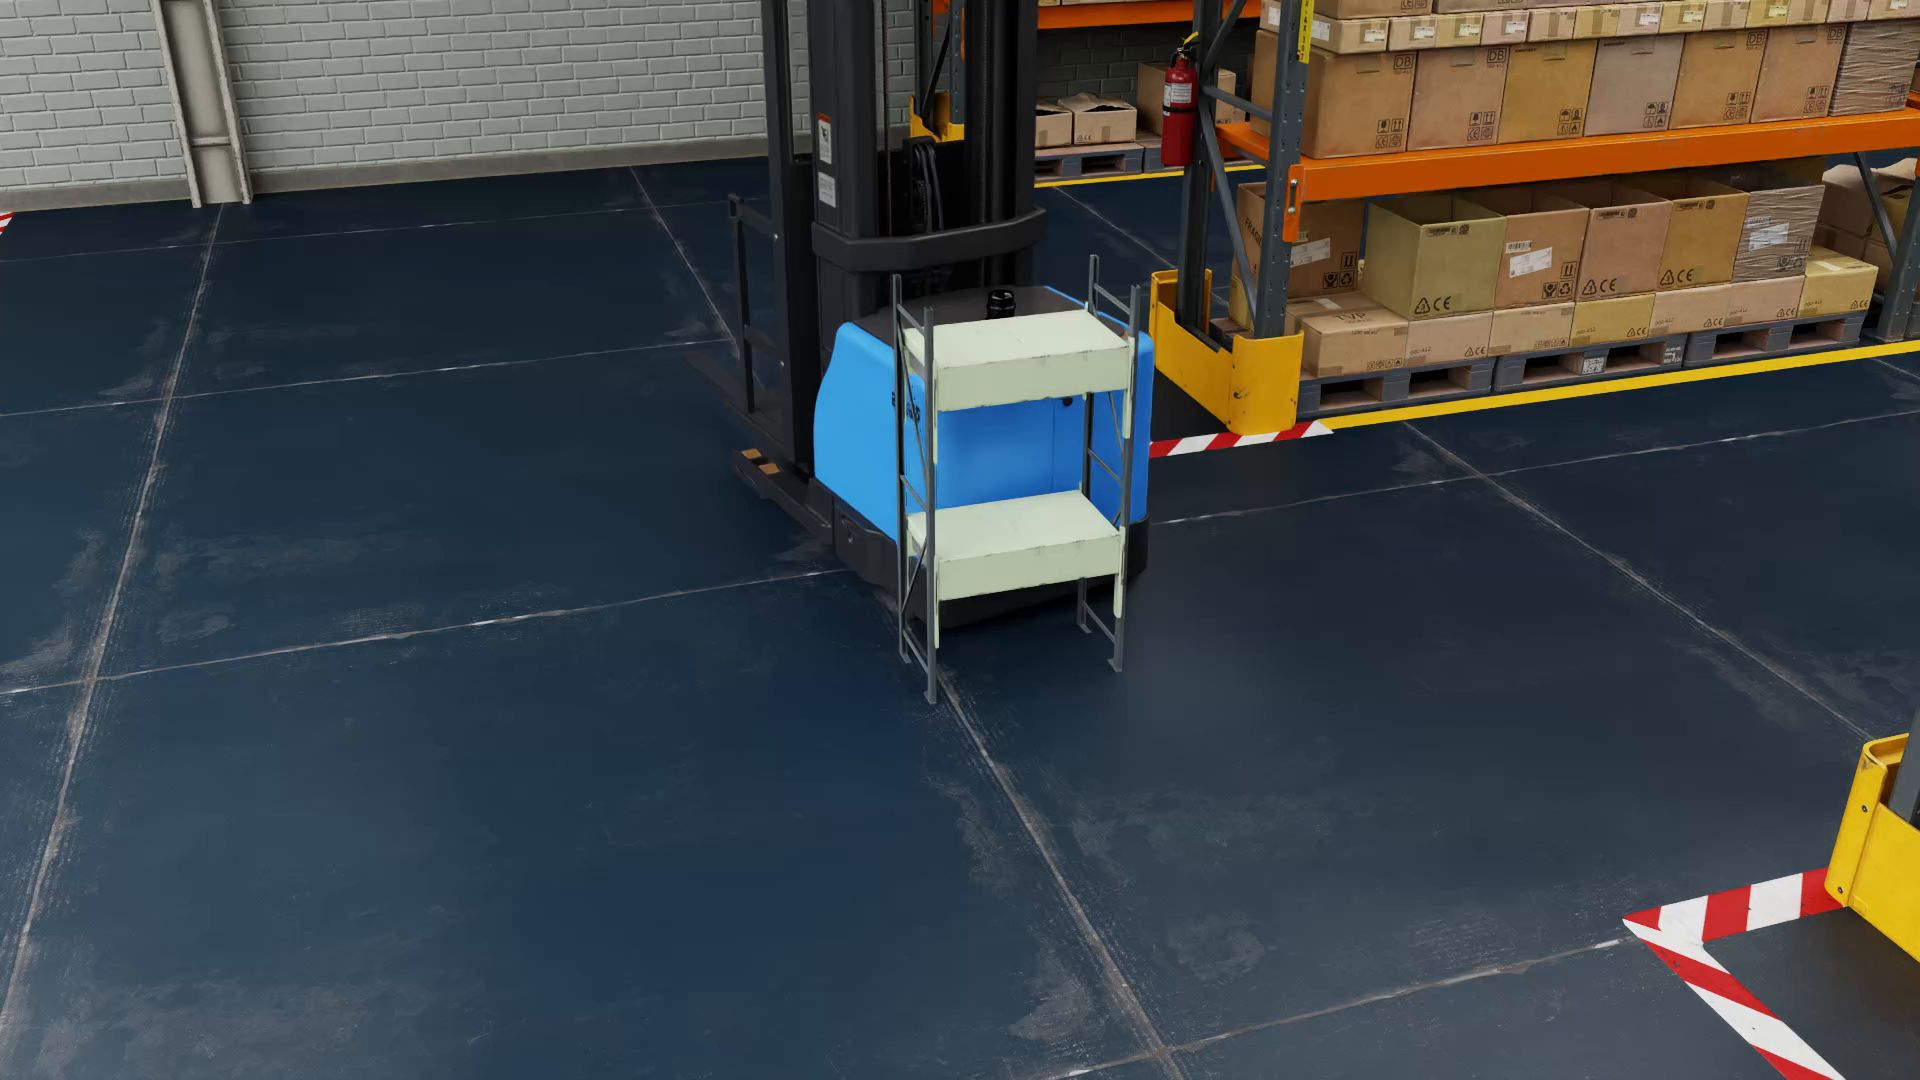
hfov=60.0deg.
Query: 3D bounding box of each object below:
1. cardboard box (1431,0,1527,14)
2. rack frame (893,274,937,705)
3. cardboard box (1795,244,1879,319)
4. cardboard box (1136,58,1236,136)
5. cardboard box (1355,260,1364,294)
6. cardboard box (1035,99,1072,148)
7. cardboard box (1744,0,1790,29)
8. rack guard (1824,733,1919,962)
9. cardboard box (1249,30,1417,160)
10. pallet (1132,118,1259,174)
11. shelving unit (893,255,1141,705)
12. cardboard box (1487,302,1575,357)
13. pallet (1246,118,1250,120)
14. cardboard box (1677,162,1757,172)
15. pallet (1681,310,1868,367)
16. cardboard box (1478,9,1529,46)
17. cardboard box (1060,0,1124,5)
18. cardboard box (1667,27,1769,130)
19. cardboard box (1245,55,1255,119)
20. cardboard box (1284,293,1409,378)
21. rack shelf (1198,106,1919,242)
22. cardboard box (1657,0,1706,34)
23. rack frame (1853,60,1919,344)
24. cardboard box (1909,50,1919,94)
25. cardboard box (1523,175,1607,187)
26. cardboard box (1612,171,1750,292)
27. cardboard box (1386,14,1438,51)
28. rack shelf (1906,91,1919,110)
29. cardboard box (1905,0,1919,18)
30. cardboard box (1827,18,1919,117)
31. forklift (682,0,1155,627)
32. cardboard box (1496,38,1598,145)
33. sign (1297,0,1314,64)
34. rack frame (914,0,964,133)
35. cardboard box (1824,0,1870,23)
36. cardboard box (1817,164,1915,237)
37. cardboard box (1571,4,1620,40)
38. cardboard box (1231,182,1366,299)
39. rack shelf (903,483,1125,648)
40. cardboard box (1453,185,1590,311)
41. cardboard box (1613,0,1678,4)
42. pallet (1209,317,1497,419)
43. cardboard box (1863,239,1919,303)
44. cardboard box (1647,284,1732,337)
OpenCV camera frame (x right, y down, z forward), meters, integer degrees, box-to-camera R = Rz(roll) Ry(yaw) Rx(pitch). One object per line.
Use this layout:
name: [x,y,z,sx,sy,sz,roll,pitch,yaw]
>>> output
cardboard box: [2.387,-2.897,8.141,0.500,0.500,0.700,-9,28,-17]
rack frame: [-0.159,-0.156,5.879,0.023,1.500,0.400,-8,28,-16]
cardboard box: [4.820,-1.482,9.481,0.500,0.250,0.500,-8,28,-16]
cardboard box: [1.793,-3.518,13.278,0.500,0.500,0.700,-10,28,-19]
cardboard box: [2.280,-1.360,9.236,0.500,0.250,0.500,-8,28,-16]
cardboard box: [0.538,-3.274,13.001,0.500,0.311,0.500,-12,29,-22]
cardboard box: [4.033,-2.749,8.573,0.250,0.149,0.380,-8,28,-16]
rack guard: [2.978,1.054,4.566,0.348,0.500,1.175,-8,28,-16]
cardboard box: [1.838,-2.234,8.265,0.500,0.500,0.700,-8,28,-16]
pallet: [1.866,-3.249,13.558,1.213,0.211,1.003,-8,28,-16]
shelving unit: [0.189,-0.208,5.982,0.755,1.500,0.431,-8,28,-16]
cardboard box: [2.919,-1.206,8.926,0.500,0.250,0.500,-8,28,-16]
pallet: [3.028,-3.419,13.899,1.213,0.211,1.003,-8,28,-16]
cardboard box: [4.183,-1.970,9.622,0.500,0.500,0.500,-8,28,-16]
pallet: [4.424,-1.341,9.713,1.213,0.211,1.003,-8,28,-16]
cardboard box: [2.558,-2.534,8.139,0.250,0.149,0.380,-9,28,-17]
cardboard box: [0.904,-4.177,12.436,0.500,0.250,0.500,-9,28,-18]
cardboard box: [3.796,-2.520,8.839,0.500,0.500,0.700,-8,27,-15]
cardboard box: [2.681,-3.693,13.632,0.500,0.500,0.500,-10,28,-20]
cardboard box: [1.969,-1.067,8.646,0.500,0.250,0.500,-8,28,-16]
rack shelf: [3.292,-2.084,8.883,4.000,0.370,1.077,-8,28,-16]
cardboard box: [3.542,-2.677,8.426,0.250,0.149,0.380,-7,27,-14]
rack frame: [5.194,-2.681,9.278,0.127,3.000,1.000,-8,28,-16]
cardboard box: [5.648,-2.700,9.485,0.500,0.250,0.500,-7,27,-13]
cardboard box: [3.230,-1.835,9.349,0.500,0.500,0.500,-8,28,-16]
cardboard box: [3.867,-1.683,9.044,0.500,0.500,0.500,-8,28,-16]
cardboard box: [2.080,-2.466,8.003,0.250,0.149,0.380,-9,28,-17]
rack shelf: [7.095,-2.635,9.992,4.000,0.370,1.077,-8,28,-16]
cardboard box: [5.001,-2.889,8.853,0.250,0.149,0.380,-8,28,-16]
cardboard box: [4.774,-2.662,9.127,0.500,0.500,0.700,-9,28,-17]
forklift: [-0.407,-1.591,7.160,1.130,2.935,3.031,-15,30,-27]
cardboard box: [2.810,-2.374,8.547,0.500,0.500,0.700,-8,28,-16]
sign: [1.556,-2.318,7.484,0.005,0.325,0.100,-8,28,-16]
rack frame: [-0.147,-4.224,12.386,0.127,3.000,1.000,-8,28,-16]
cardboard box: [4.517,-2.818,8.712,0.250,0.149,0.380,-9,28,-18]
cardboard box: [5.490,-2.066,10.028,0.500,0.311,0.500,-8,28,-16]
cardboard box: [3.054,-2.607,8.286,0.250,0.149,0.380,-9,28,-17]
cardboard box: [1.808,-1.623,8.922,0.500,0.500,0.500,-8,28,-16]
rack shelf: [0.189,0.084,6.127,0.720,0.370,0.431,-8,28,-16]
cardboard box: [2.915,-1.547,8.769,0.500,0.500,0.500,-8,28,-16]
cardboard box: [3.342,-3.036,8.421,0.500,0.500,0.700,-8,28,-16]
pallet: [2.104,-1.005,9.036,1.213,0.211,1.003,-8,28,-16]
cardboard box: [5.654,-1.589,9.697,0.500,0.250,0.500,-9,28,-17]
cardboard box: [3.871,-1.342,9.199,0.500,0.250,0.500,-8,28,-16]
